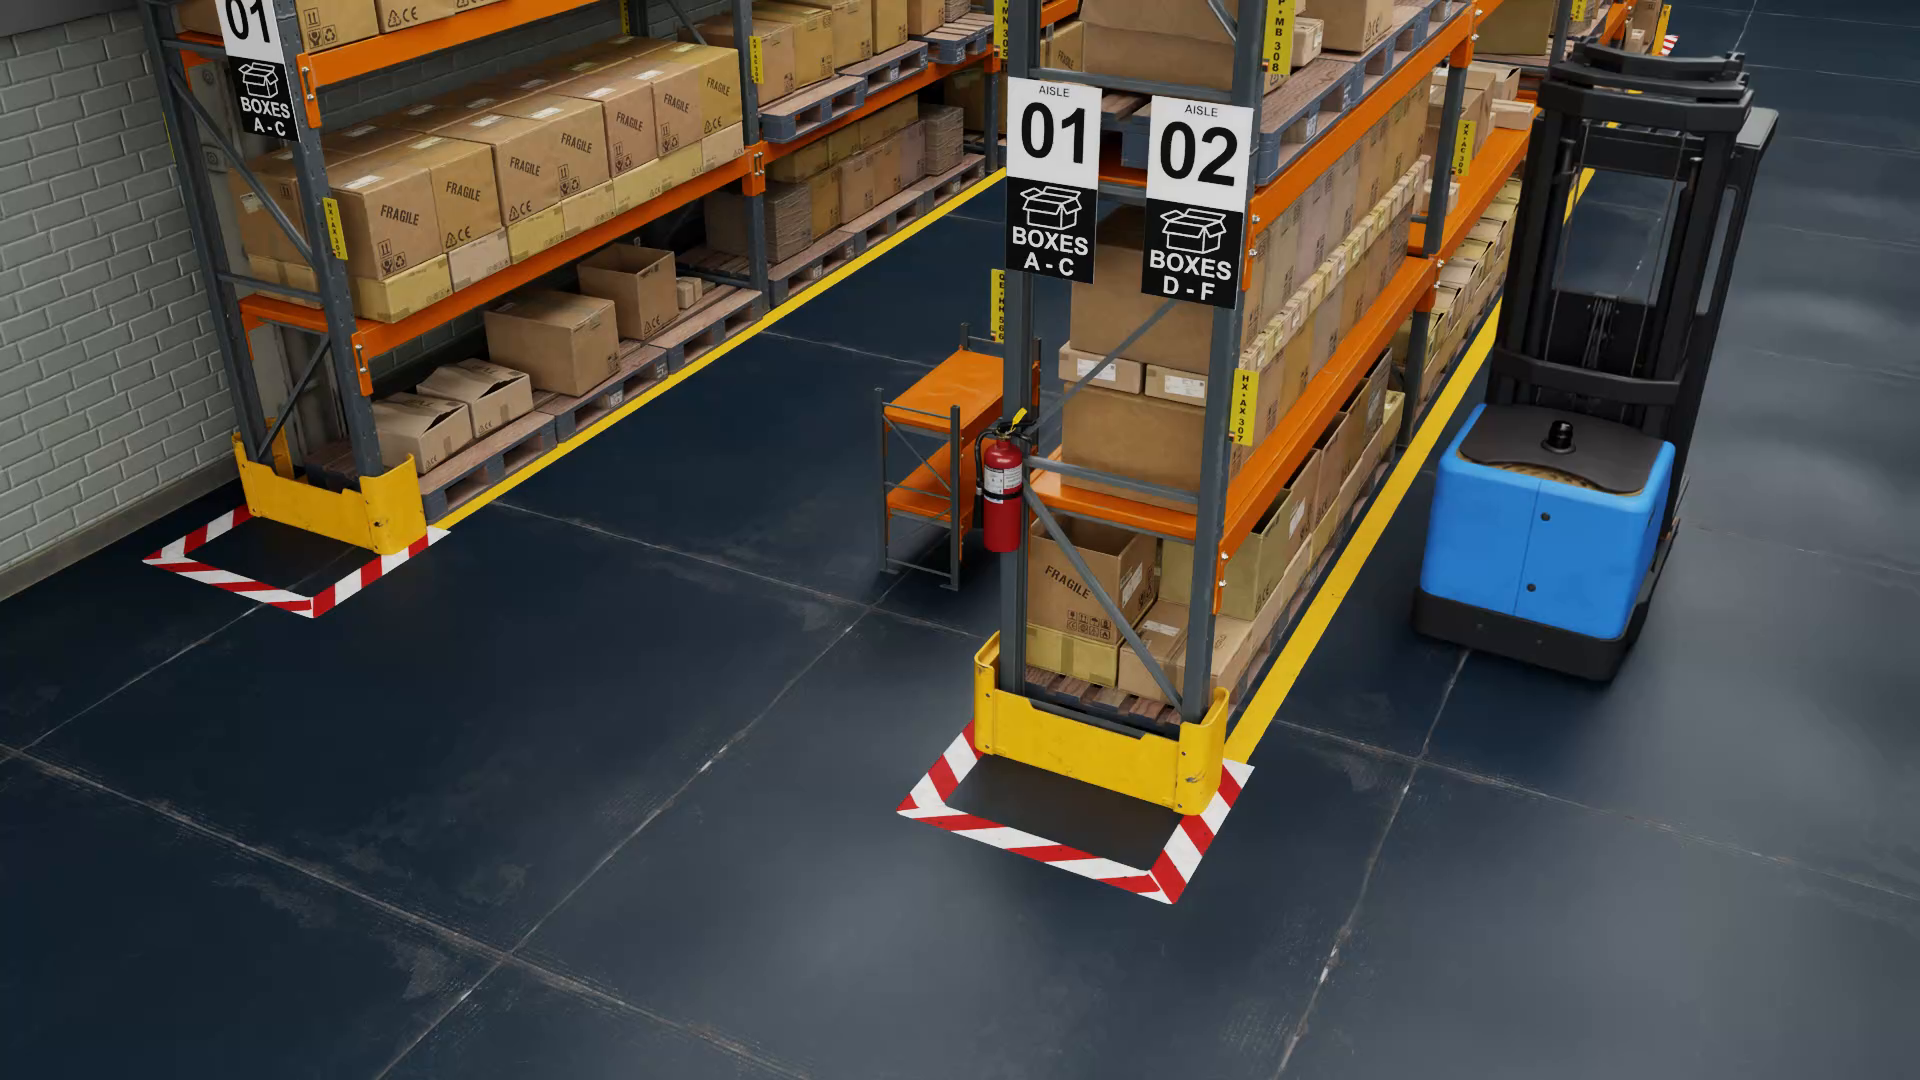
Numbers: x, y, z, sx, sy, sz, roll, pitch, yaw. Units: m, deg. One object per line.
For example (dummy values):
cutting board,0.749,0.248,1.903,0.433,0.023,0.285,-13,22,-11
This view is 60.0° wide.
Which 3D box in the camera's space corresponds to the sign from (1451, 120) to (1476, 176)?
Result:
sign,2.972,-2.312,9.815,0.100,0.325,0.005,14,33,23

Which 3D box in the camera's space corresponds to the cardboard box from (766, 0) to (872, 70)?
cardboard box,-1.139,-4.147,13.417,0.700,0.500,0.500,19,35,30

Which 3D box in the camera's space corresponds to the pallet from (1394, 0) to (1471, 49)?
pallet,2.112,-2.906,8.875,1.003,0.211,1.213,14,33,23

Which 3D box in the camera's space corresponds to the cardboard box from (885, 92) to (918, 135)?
cardboard box,-0.709,-3.785,14.645,0.500,0.250,0.500,15,33,24

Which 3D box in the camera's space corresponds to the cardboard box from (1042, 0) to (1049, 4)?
cardboard box,0.678,-5.381,16.340,0.380,0.149,0.250,15,33,24

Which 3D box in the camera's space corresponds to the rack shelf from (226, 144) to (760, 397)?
rack shelf,-2.845,-1.951,10.858,1.077,0.370,4.000,14,33,23

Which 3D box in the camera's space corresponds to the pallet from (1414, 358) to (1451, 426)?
pallet,2.778,-1.154,11.547,1.003,0.211,1.213,14,33,23

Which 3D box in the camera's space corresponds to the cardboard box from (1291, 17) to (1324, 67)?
cardboard box,1.348,-2.170,7.195,0.380,0.149,0.250,14,33,23

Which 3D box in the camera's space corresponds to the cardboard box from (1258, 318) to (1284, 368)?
cardboard box,1.258,-0.932,7.609,0.380,0.149,0.250,14,33,23

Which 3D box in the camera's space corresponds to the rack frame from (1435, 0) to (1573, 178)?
rack frame,4.299,-3.801,13.356,1.000,3.000,0.127,14,33,23

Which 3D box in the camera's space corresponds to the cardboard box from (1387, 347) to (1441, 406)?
cardboard box,2.881,-1.140,11.062,0.500,0.250,0.500,13,33,22

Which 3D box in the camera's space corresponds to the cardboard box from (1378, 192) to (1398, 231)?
cardboard box,2.194,-1.840,9.191,0.380,0.149,0.250,14,33,23

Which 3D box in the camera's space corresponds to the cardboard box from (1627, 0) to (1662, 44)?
cardboard box,7.915,-6.157,19.528,0.500,0.500,0.500,14,33,23

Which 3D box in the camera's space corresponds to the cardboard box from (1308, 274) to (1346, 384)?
cardboard box,1.582,-1.189,8.707,0.700,0.500,0.500,15,33,25

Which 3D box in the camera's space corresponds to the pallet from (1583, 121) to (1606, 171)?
pallet,5.785,-3.995,16.496,1.003,0.211,1.213,14,33,23

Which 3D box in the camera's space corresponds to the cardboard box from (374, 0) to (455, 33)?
cardboard box,-3.105,-3.051,8.918,0.500,0.500,0.500,17,34,26

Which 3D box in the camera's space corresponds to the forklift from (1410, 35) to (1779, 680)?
forklift,3.551,-1.267,9.012,1.130,2.935,3.031,16,33,25

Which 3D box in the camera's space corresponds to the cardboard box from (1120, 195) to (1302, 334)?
cardboard box,1.138,-1.322,7.637,0.700,0.500,0.500,13,32,22

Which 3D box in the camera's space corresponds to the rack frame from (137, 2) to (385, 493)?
rack frame,-3.757,-1.376,9.135,1.000,3.000,0.127,14,33,23

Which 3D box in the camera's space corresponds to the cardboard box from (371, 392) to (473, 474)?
cardboard box,-3.361,-0.687,10.193,0.500,0.311,0.500,11,32,18

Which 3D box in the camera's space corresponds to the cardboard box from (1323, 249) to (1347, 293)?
cardboard box,1.726,-1.385,8.398,0.380,0.149,0.250,15,33,24

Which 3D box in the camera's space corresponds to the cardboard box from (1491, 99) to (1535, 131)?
cardboard box,4.136,-3.230,12.615,0.380,0.149,0.250,14,33,23

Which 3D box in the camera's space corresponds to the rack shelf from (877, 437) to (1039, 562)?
rack shelf,0.003,-0.279,9.597,0.538,0.278,1.000,14,33,23

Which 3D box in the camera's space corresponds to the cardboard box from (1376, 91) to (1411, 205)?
cardboard box,2.052,-2.211,9.185,0.700,0.500,0.500,14,33,23

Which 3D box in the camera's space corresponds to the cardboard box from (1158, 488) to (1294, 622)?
cardboard box,1.323,0.022,8.287,0.500,0.500,0.500,14,33,23

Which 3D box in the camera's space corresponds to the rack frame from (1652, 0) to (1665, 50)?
rack frame,7.944,-7.347,19.532,1.000,3.000,0.127,14,33,23

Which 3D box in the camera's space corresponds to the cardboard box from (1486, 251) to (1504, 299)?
cardboard box,3.813,-2.050,12.648,0.500,0.250,0.500,15,33,24

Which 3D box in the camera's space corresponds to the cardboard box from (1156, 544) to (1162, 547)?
cardboard box,1.079,0.005,9.069,0.500,0.250,0.500,14,33,23

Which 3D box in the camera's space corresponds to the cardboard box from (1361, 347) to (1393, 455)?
cardboard box,2.222,-0.868,9.836,0.500,0.500,0.500,14,33,23

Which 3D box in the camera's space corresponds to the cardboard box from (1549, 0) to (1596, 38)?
cardboard box,5.072,-4.693,14.388,0.700,0.500,0.500,21,36,32

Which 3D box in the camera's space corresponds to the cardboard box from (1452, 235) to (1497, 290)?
cardboard box,3.586,-2.069,12.117,0.500,0.311,0.500,15,33,25

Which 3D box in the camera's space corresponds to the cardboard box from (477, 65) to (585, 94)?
cardboard box,-2.805,-2.809,11.007,0.500,0.500,0.500,15,33,25

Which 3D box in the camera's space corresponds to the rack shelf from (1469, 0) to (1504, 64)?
rack shelf,3.388,-3.903,11.245,1.077,0.370,4.000,14,33,23

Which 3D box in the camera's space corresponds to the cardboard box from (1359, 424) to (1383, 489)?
cardboard box,2.224,-0.543,10.022,0.500,0.250,0.500,14,33,23

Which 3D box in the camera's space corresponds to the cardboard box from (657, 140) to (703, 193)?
cardboard box,-2.115,-2.595,11.388,0.500,0.250,0.500,14,33,23

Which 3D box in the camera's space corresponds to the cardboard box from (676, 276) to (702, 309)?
cardboard box,-2.151,-1.868,12.394,0.380,0.166,0.250,10,31,17

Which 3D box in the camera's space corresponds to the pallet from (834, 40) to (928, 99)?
pallet,-0.978,-3.953,13.814,1.003,0.211,1.213,14,33,23

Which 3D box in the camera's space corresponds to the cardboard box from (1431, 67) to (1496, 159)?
cardboard box,3.549,-3.097,12.030,0.500,0.500,0.500,12,32,21

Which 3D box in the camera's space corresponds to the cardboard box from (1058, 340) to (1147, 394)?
cardboard box,0.659,-0.791,7.364,0.380,0.149,0.250,14,33,22

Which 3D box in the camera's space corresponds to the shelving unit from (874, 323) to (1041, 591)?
shelving unit,0.003,-0.491,9.475,0.538,1.125,1.048,14,33,23

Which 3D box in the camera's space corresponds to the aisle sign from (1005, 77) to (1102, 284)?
aisle sign,0.364,-1.419,6.598,0.394,0.787,0.004,14,33,23

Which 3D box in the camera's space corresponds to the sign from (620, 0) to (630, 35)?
sign,-2.430,-3.776,12.151,0.100,0.325,0.005,14,33,23

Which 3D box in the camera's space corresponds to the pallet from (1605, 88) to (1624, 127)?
pallet,6.435,-4.669,17.669,1.003,0.211,1.213,14,33,23

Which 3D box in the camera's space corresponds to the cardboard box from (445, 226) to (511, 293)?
cardboard box,-3.028,-1.698,9.825,0.500,0.250,0.500,13,32,22

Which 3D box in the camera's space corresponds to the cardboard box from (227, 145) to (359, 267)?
cardboard box,-3.731,-1.902,9.428,0.500,0.500,0.500,14,33,23

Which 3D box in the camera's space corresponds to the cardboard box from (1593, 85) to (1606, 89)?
cardboard box,5.919,-4.180,16.085,0.500,0.500,0.500,14,33,23

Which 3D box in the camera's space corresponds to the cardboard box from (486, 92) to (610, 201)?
cardboard box,-2.572,-2.465,10.407,0.500,0.500,0.500,15,33,25

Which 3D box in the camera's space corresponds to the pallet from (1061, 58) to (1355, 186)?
pallet,1.000,-1.824,6.991,1.003,0.211,1.213,14,33,23

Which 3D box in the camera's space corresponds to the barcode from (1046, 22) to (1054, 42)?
barcode,0.363,-2.050,6.713,0.001,0.075,0.075,14,33,23

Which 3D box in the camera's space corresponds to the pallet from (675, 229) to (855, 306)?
pallet,-1.581,-2.286,13.519,1.003,0.211,1.213,14,33,23

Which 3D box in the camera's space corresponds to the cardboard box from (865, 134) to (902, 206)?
cardboard box,-0.933,-3.270,14.500,0.700,0.500,0.500,14,33,23

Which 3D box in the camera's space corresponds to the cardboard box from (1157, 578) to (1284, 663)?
cardboard box,1.322,0.346,8.474,0.500,0.250,0.500,14,33,23

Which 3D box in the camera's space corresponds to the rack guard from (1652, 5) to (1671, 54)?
rack guard,7.909,-6.230,20.096,1.175,0.500,0.348,14,33,23

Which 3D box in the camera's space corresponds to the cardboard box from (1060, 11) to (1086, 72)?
cardboard box,1.127,-5.234,17.589,0.750,0.750,0.750,15,33,25
